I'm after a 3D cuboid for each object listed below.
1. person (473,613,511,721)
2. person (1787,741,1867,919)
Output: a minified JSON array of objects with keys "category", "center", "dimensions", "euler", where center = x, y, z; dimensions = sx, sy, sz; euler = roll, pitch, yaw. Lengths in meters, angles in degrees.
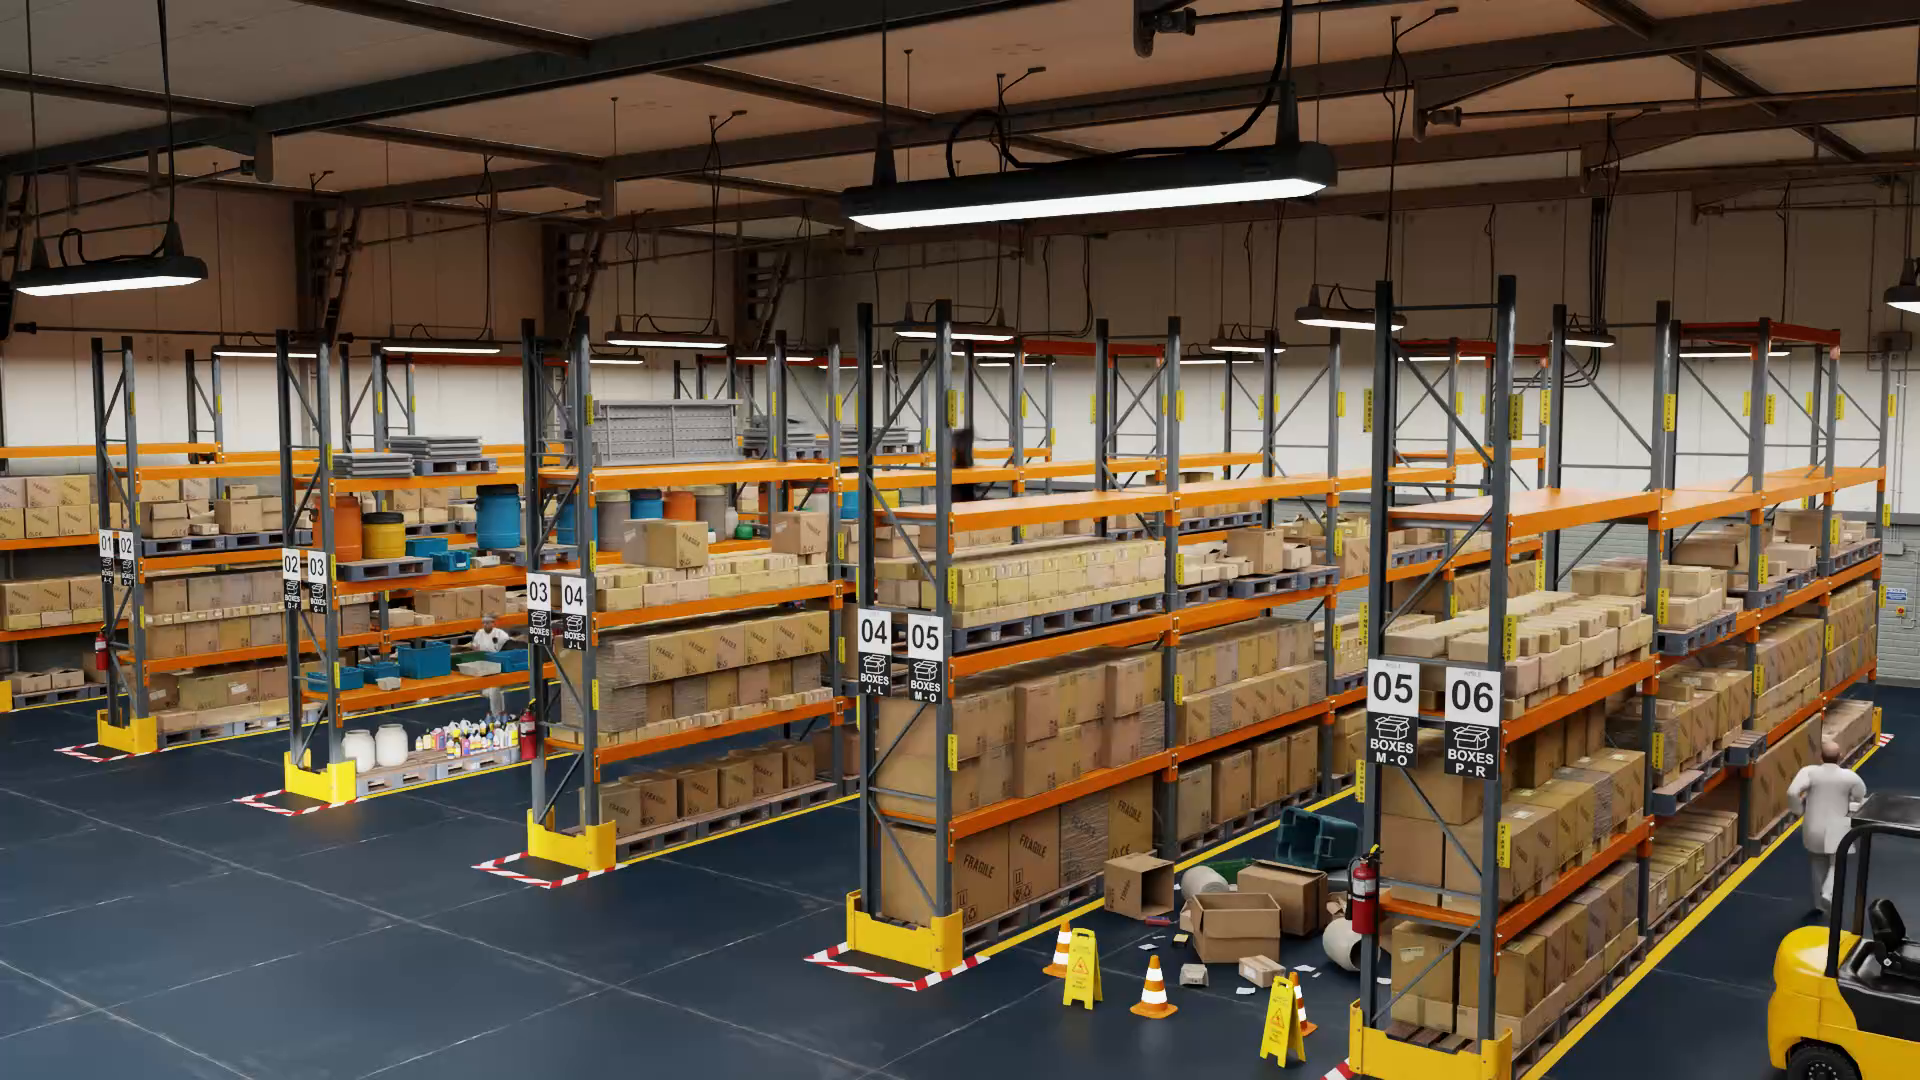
[{"category":"person","center":[-7.467,2.003,26.649],"dimensions":[0.659,1.721,0.776],"euler":[1,5,14]},{"category":"person","center":[8.554,2.846,16.388],"dimensions":[0.698,1.755,1.030],"euler":[4,6,35]}]
